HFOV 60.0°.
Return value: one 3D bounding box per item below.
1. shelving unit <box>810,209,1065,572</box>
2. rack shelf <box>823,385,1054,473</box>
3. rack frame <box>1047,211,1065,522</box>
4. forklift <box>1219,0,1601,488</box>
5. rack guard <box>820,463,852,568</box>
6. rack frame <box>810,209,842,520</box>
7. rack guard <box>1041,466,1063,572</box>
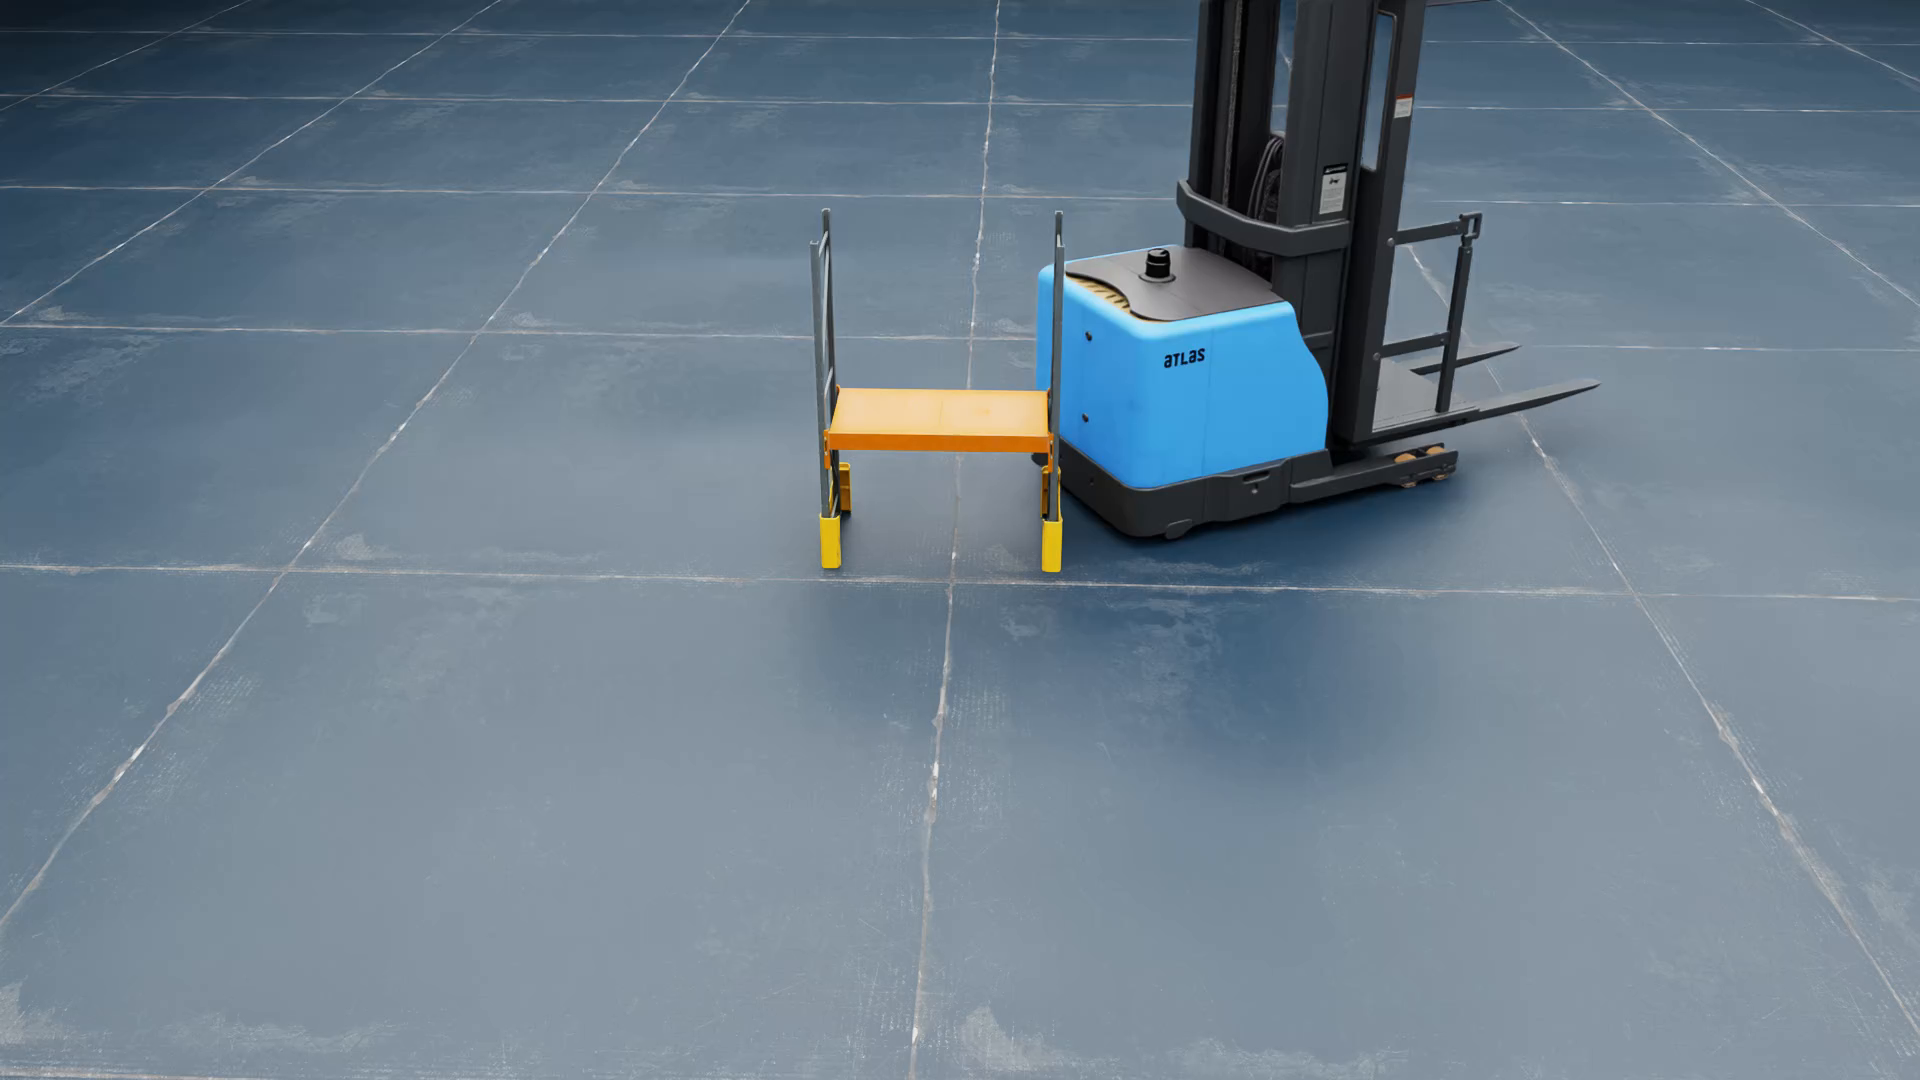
[{"bbox_3d":[-0.076,-0.664,7.401,1.083,1.500,0.587,1,28,2],"label":"shelving unit"},{"bbox_3d":[-0.085,-0.505,7.486,1.000,0.185,0.538,1,28,2],"label":"rack shelf"},{"bbox_3d":[0.423,-0.656,7.386,0.032,1.500,0.500,1,28,2],"label":"rack frame"},{"bbox_3d":[1.914,-1.759,7.939,3.031,2.935,1.121,-13,31,-23],"label":"forklift"},{"bbox_3d":[-0.574,-0.120,7.709,0.087,0.250,0.587,1,28,2],"label":"rack guard"},{"bbox_3d":[-0.593,-0.672,7.417,0.032,1.500,0.500,1,28,2],"label":"rack frame"},{"bbox_3d":[0.422,-0.103,7.678,0.087,0.250,0.587,1,28,2],"label":"rack guard"}]
